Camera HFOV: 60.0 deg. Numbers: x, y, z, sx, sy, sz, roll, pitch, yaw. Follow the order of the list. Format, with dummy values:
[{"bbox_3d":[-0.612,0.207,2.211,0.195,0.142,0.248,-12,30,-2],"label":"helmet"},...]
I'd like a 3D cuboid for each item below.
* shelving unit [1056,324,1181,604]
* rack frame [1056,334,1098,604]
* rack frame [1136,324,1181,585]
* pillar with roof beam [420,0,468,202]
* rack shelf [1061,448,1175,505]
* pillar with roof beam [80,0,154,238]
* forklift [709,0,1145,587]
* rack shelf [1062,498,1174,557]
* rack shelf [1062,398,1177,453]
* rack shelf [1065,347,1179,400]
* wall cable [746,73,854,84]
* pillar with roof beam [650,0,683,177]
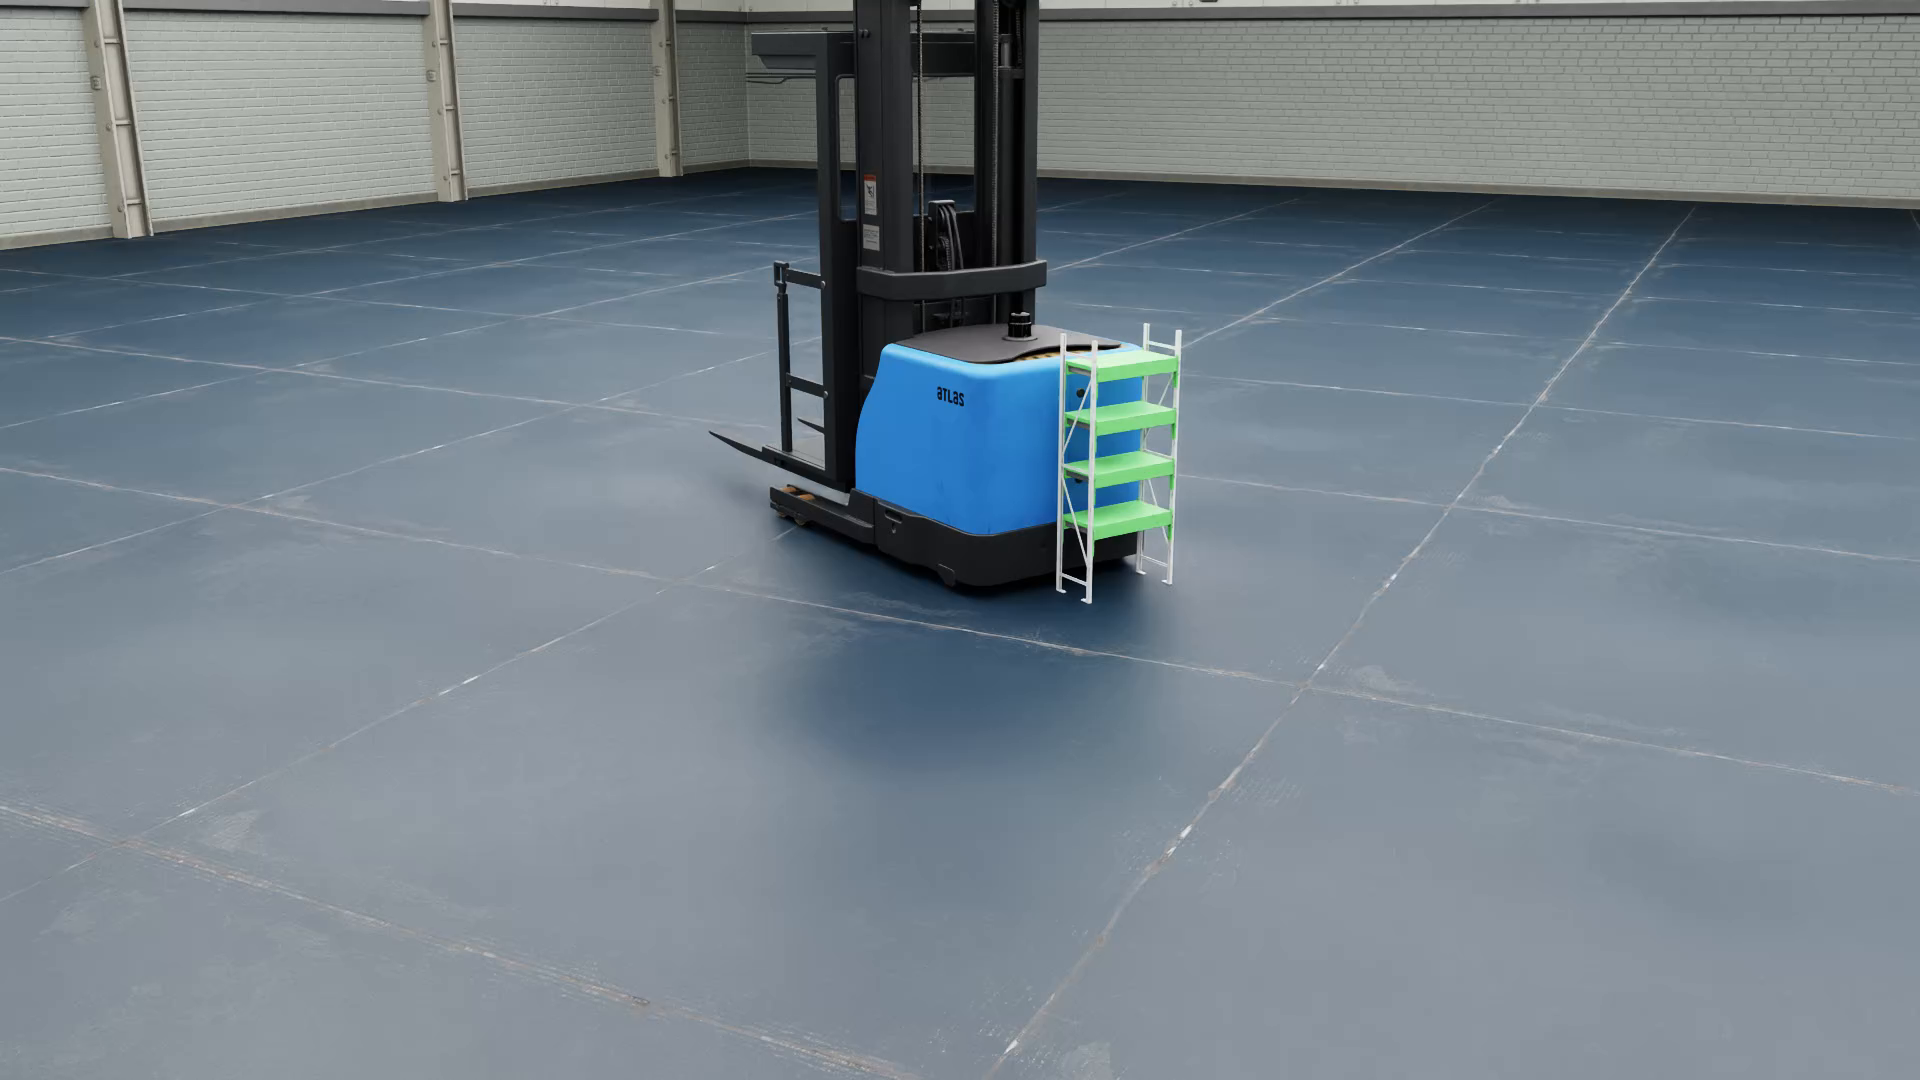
[{"bbox_3d":[0.722,-0.355,7.611,0.503,1.200,0.258,-11,20,-33],"label":"shelving unit"},{"bbox_3d":[0.522,-0.315,7.477,0.015,1.200,0.240,-11,20,-33],"label":"rack frame"},{"bbox_3d":[0.922,-0.395,7.746,0.015,1.200,0.240,-11,20,-33],"label":"rack frame"},{"bbox_3d":[-4.470,-9.336,24.151,9.100,9.000,0.400,8,18,25],"label":"pillar with roof beam"},{"bbox_3d":[0.722,-0.293,7.630,0.480,0.148,0.258,-11,20,-33],"label":"rack shelf"},{"bbox_3d":[-7.151,-7.807,19.006,9.100,9.000,0.400,8,18,25],"label":"pillar with roof beam"},{"bbox_3d":[-0.362,-1.552,8.601,1.130,2.935,3.031,-11,20,-33],"label":"forklift"},{"bbox_3d":[0.722,-0.063,7.698,0.480,0.148,0.258,-11,20,-33],"label":"rack shelf"},{"bbox_3d":[0.722,-0.524,7.561,0.480,0.148,0.258,-11,20,-33],"label":"rack shelf"},{"bbox_3d":[0.722,-0.754,7.493,0.480,0.148,0.258,-11,20,-33],"label":"rack shelf"},{"bbox_3d":[-3.141,-10.505,33.543,3.097,2.526,0.112,8,18,25],"label":"wall cable"},{"bbox_3d":[-1.789,-10.864,29.297,9.100,9.000,0.400,8,18,25],"label":"pillar with roof beam"}]
